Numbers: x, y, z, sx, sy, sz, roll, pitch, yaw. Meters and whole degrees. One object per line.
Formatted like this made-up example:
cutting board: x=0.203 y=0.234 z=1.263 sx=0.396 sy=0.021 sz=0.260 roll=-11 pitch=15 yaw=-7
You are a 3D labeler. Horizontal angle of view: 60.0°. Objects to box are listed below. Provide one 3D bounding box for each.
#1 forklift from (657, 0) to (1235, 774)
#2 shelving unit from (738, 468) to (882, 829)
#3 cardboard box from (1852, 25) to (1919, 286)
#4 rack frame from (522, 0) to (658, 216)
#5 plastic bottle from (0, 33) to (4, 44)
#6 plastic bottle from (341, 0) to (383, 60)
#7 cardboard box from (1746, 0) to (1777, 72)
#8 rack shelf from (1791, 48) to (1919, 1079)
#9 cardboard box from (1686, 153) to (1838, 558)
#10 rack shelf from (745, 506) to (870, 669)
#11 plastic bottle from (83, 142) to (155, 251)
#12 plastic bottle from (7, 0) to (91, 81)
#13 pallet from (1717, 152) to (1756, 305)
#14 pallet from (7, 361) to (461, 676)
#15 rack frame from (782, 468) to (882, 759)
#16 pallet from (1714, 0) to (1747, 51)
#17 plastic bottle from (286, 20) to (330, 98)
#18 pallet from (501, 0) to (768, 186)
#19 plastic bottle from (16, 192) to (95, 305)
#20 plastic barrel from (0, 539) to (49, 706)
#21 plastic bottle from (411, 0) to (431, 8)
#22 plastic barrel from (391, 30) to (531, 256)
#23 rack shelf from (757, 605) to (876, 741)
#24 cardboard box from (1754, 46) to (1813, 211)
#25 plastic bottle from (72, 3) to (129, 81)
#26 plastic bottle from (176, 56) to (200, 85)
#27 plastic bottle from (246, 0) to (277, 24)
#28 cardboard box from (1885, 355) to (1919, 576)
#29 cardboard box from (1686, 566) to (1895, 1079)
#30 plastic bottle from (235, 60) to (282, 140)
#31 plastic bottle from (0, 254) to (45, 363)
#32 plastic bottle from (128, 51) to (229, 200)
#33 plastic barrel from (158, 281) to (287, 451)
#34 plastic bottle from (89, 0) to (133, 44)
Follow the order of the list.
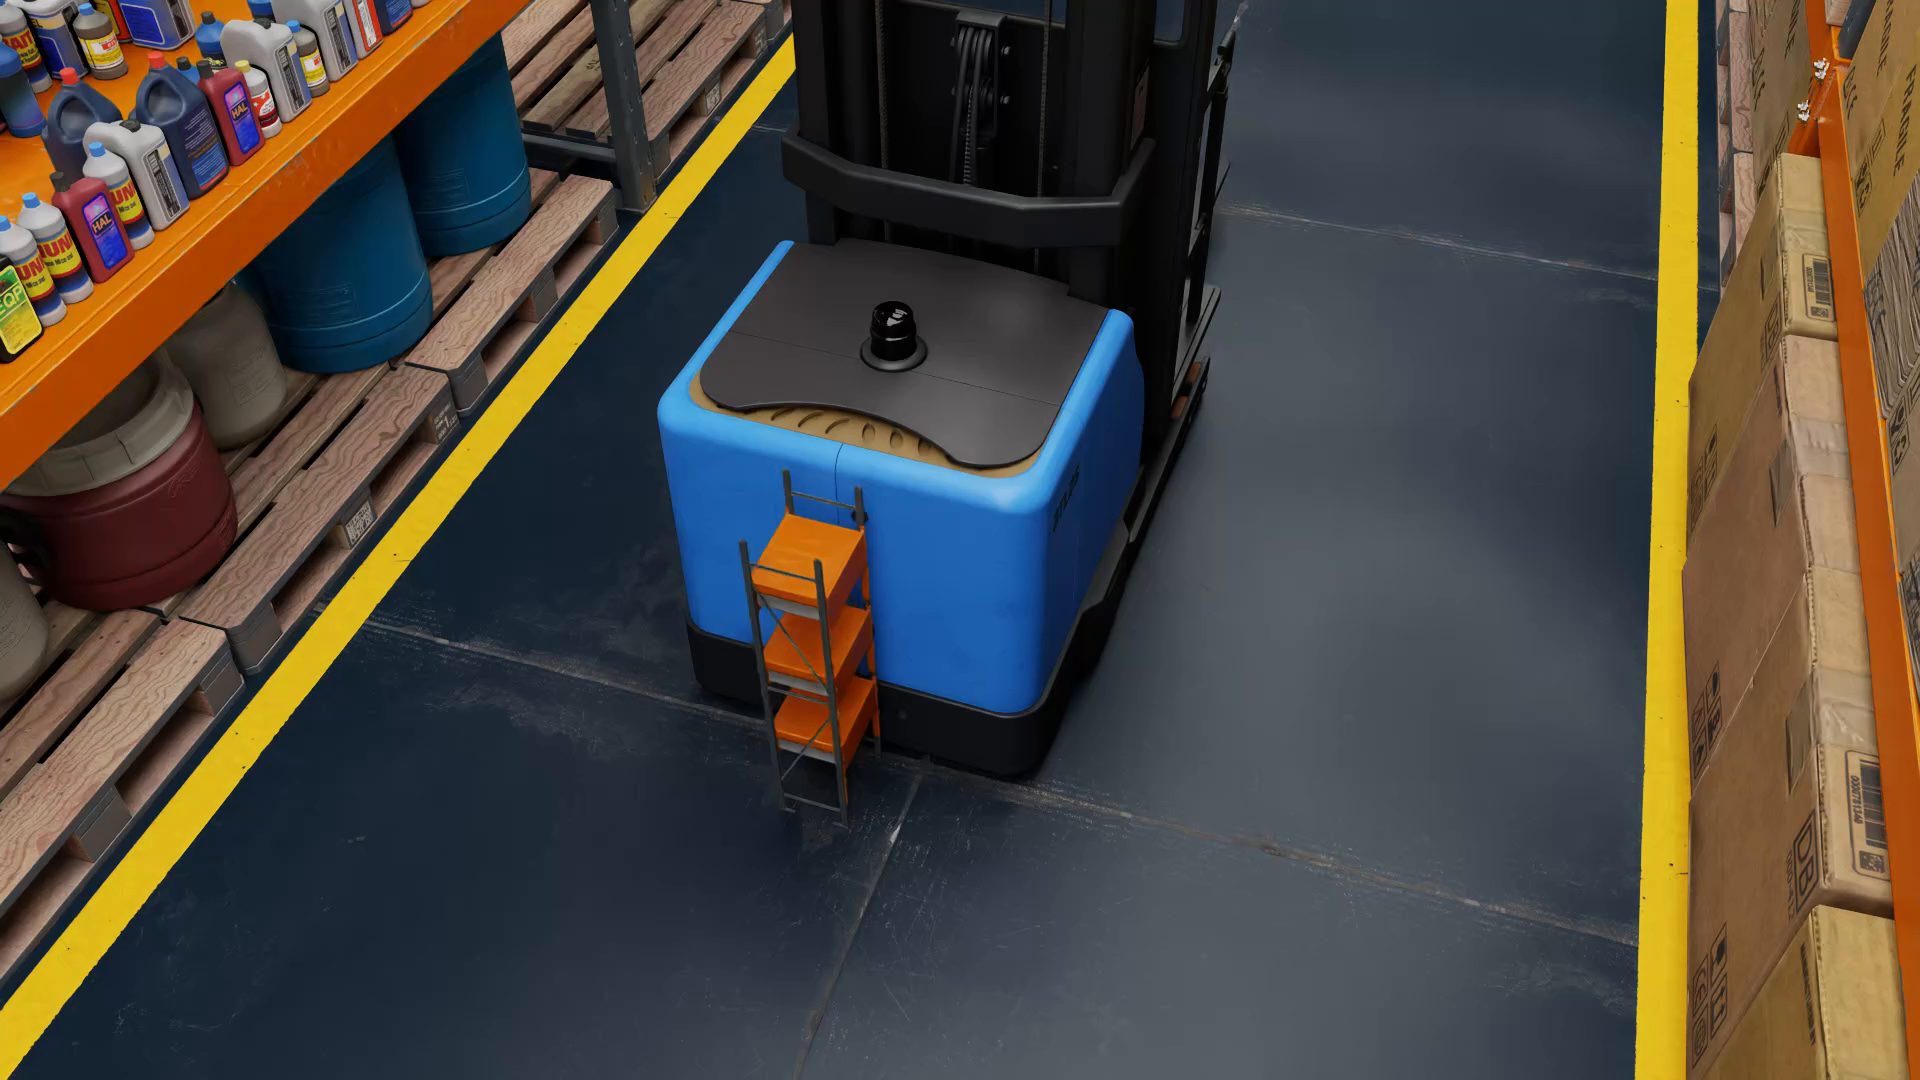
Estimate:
forklift: x=0.213 y=-1.462 z=4.648 sx=1.130 sy=2.935 sz=3.031 roll=14 pitch=46 yaw=14
shelving unit: x=-0.358 y=0.303 z=4.183 sx=0.215 sy=1.050 sz=0.252 roll=14 pitch=48 yaw=14
cardboard box: x=2.490 y=-0.893 z=3.947 sx=0.500 sy=0.500 sz=0.500 roll=13 pitch=46 yaw=13
rack frame: x=-1.701 y=-2.496 z=5.656 sx=1.000 sy=3.000 sz=0.127 roll=13 pitch=46 yaw=13
plastic bottle: x=-2.646 y=-1.314 z=4.540 sx=0.097 sy=0.271 sz=0.097 roll=0 pitch=44 yaw=0
plastic bottle: x=-1.776 y=-1.541 z=4.768 sx=0.152 sy=0.276 sz=0.135 roll=13 pitch=46 yaw=13
cardboard box: x=3.837 y=-2.453 z=6.831 sx=0.875 sy=0.875 sz=0.875 roll=13 pitch=46 yaw=13
rack shelf: x=2.413 y=0.144 z=3.473 sx=1.077 sy=0.370 sz=4.000 roll=13 pitch=46 yaw=13
cardboard box: x=2.844 y=-0.406 z=4.740 sx=1.225 sy=0.875 sz=0.875 roll=13 pitch=46 yaw=13
rack shelf: x=-0.361 y=0.114 z=3.986 sx=0.215 sy=0.259 sz=0.240 roll=14 pitch=48 yaw=14
plastic bottle: x=-2.063 y=-0.845 z=4.061 sx=0.097 sy=0.271 sz=0.097 roll=0 pitch=44 yaw=0
plastic bottle: x=-2.555 y=-1.452 z=4.678 sx=0.152 sy=0.276 sz=0.135 roll=13 pitch=46 yaw=13
pallet: x=3.324 y=-0.940 z=6.060 sx=1.003 sy=0.211 sz=1.213 roll=13 pitch=46 yaw=13
pallet: x=-2.342 y=-0.178 z=5.281 sx=1.003 sy=0.211 sz=1.213 roll=13 pitch=46 yaw=13
rack frame: x=-0.317 y=0.220 z=4.263 sx=0.200 sy=1.050 sz=0.008 roll=14 pitch=48 yaw=14
pallet: x=4.063 y=-2.567 z=7.722 sx=1.003 sy=0.211 sz=1.213 roll=13 pitch=46 yaw=13
plastic bottle: x=-1.826 y=-1.341 z=4.618 sx=0.097 sy=0.201 sz=0.097 roll=0 pitch=44 yaw=0
pallet: x=-1.516 y=-1.997 z=7.140 sx=1.003 sy=0.211 sz=1.213 roll=13 pitch=46 yaw=13
plastic bottle: x=-2.133 y=-0.691 z=3.903 sx=0.097 sy=0.271 sz=0.097 roll=0 pitch=44 yaw=0
plastic barrel: x=-2.695 y=0.185 z=4.395 sx=0.421 sy=0.512 sz=0.421 roll=0 pitch=44 yaw=0
plastic bottle: x=-1.668 y=-1.796 z=4.976 sx=0.144 sy=0.351 sz=0.185 roll=13 pitch=46 yaw=13
plastic barrel: x=-1.882 y=-1.537 z=5.876 sx=0.600 sy=0.901 sz=0.708 roll=13 pitch=46 yaw=13
rack shelf: x=-0.358 y=0.311 z=4.191 sx=0.215 sy=0.259 sz=0.240 roll=14 pitch=48 yaw=14
cardboard box: x=3.295 y=-1.260 z=5.612 sx=0.875 sy=0.875 sz=0.875 roll=13 pitch=46 yaw=13
plastic bottle: x=-2.431 y=-1.411 z=4.689 sx=0.097 sy=0.201 sz=0.097 roll=0 pitch=44 yaw=0
plastic bottle: x=-1.994 y=-1.135 z=4.358 sx=0.097 sy=0.271 sz=0.097 roll=0 pitch=44 yaw=0
plastic bottle: x=-1.941 y=-1.463 z=4.693 sx=0.097 sy=0.271 sz=0.097 roll=0 pitch=44 yaw=0
cardboard box: x=2.187 y=-0.214 z=3.253 sx=0.500 sy=0.500 sz=0.500 roll=13 pitch=46 yaw=13
cardboard box: x=2.314 y=0.781 z=3.526 sx=1.225 sy=0.875 sz=0.875 roll=13 pitch=46 yaw=13
plastic bottle: x=-1.896 y=-1.186 z=4.460 sx=0.097 sy=0.201 sz=0.097 roll=0 pitch=44 yaw=0
plastic bottle: x=-2.180 y=-0.550 z=3.750 sx=0.061 sy=0.283 sz=0.133 roll=13 pitch=46 yaw=13
plastic bottle: x=-2.002 y=-1.062 z=4.226 sx=0.144 sy=0.351 sz=0.185 roll=13 pitch=46 yaw=13
plastic barrel: x=-2.353 y=-0.568 z=5.164 sx=0.421 sy=0.512 sz=0.421 roll=0 pitch=44 yaw=0
plastic bottle: x=-2.485 y=-1.606 z=4.836 sx=0.152 sy=0.276 sz=0.135 roll=13 pitch=46 yaw=13
